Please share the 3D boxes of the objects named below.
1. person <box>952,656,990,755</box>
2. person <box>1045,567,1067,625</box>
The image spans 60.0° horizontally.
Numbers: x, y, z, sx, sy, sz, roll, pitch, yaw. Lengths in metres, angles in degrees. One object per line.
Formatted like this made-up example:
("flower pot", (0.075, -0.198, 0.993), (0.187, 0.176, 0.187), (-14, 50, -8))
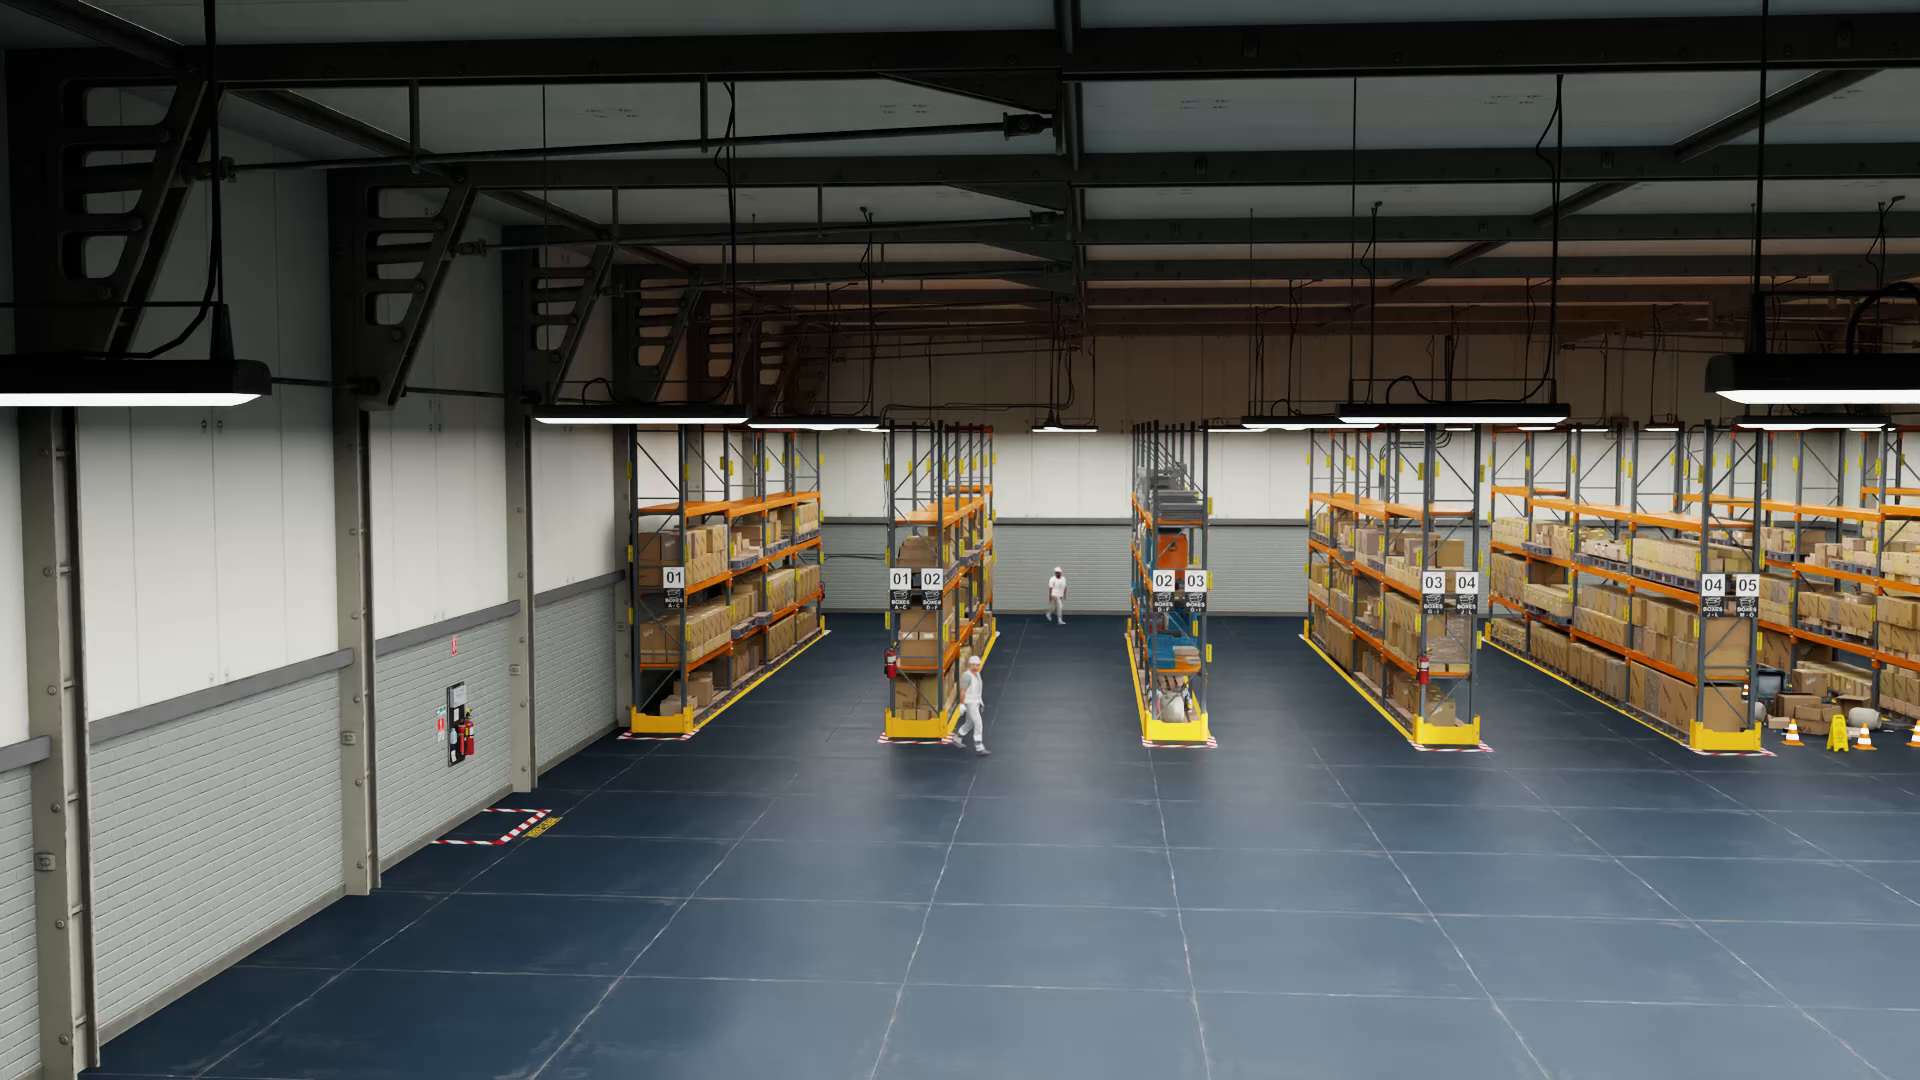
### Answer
("person", (0.207, 2.954, 29.975), (0.916, 1.754, 0.547), (2, 4, 24))
("person", (2.919, 1.676, 50.239), (0.931, 1.733, 0.546), (3, 5, 43))
